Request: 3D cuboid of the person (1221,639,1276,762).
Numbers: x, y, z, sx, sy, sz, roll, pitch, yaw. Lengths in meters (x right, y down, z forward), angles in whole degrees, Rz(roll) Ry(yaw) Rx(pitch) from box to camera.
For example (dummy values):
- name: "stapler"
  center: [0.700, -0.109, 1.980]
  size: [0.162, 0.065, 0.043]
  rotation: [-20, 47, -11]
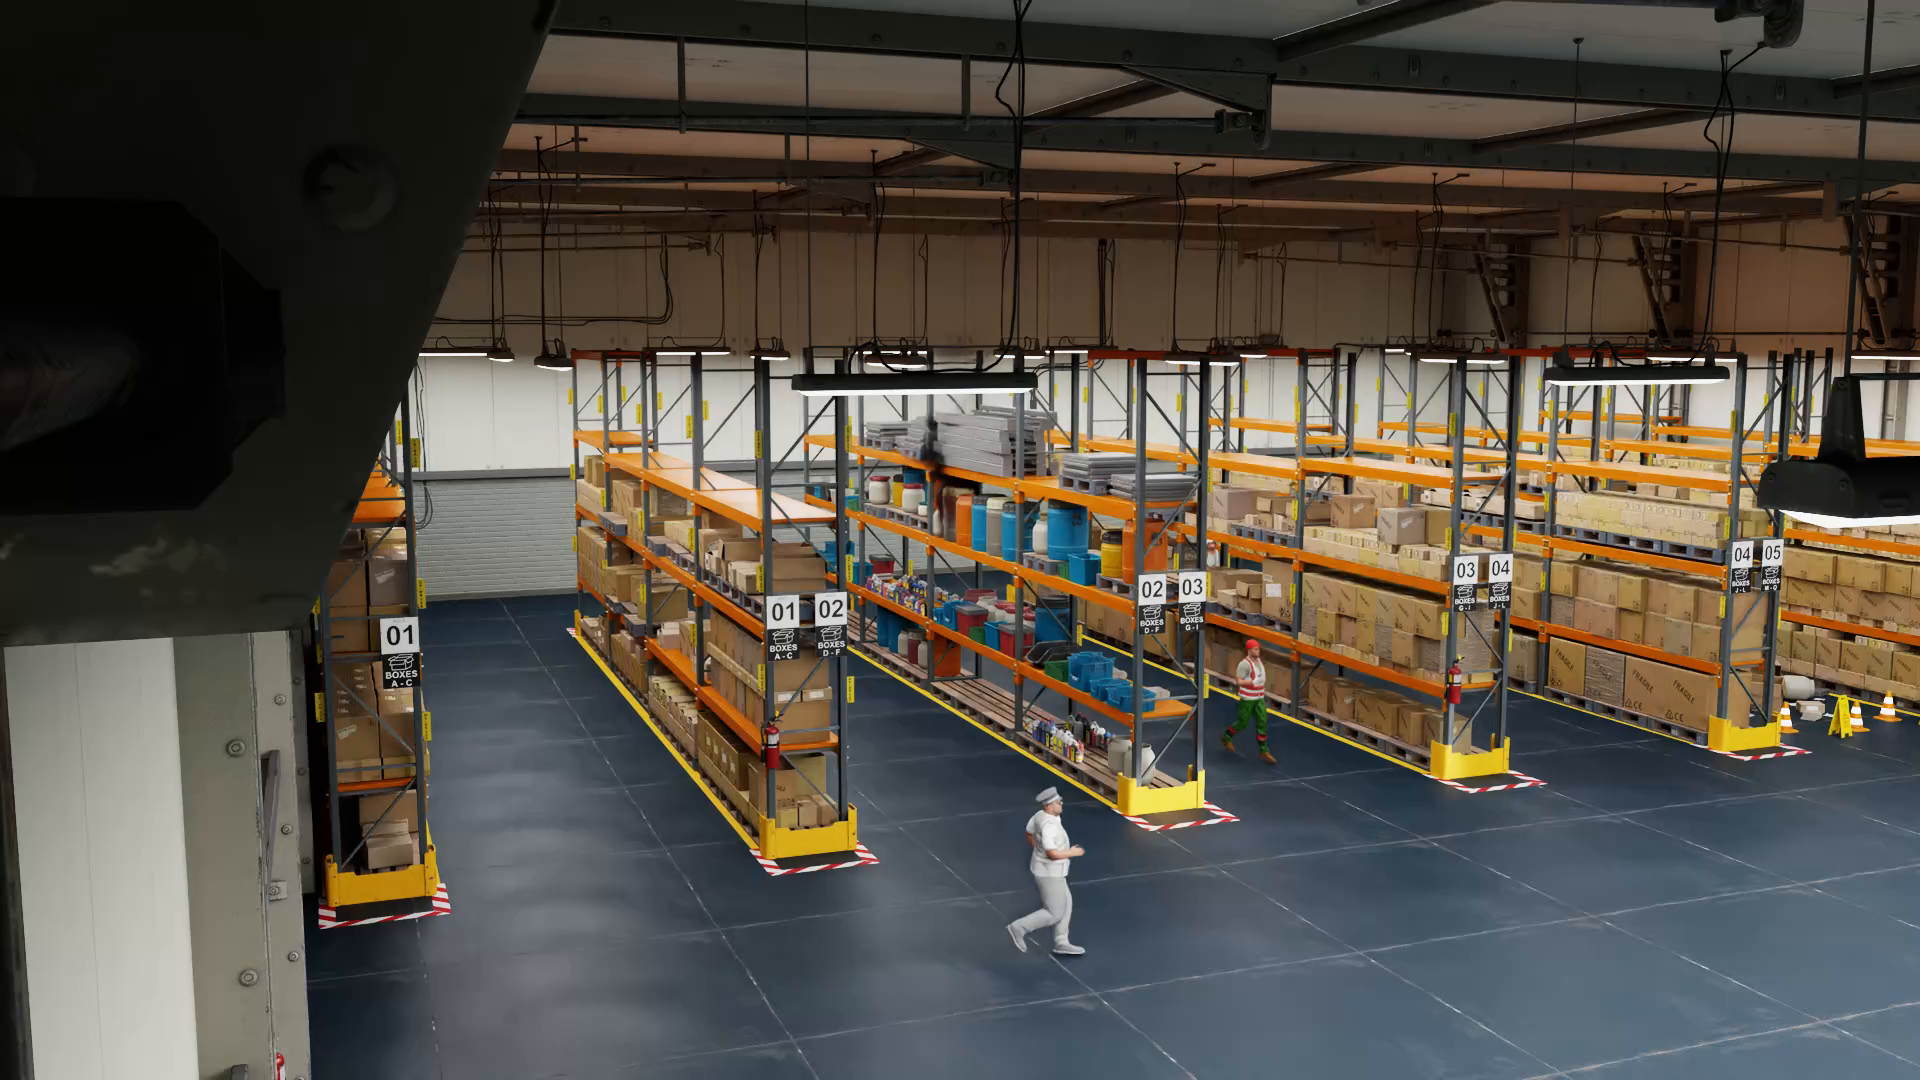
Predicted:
- name: "person"
  center: [4.312, 2.345, 24.683]
  size: [0.662, 1.774, 0.994]
  rotation: [-6, 9, -38]

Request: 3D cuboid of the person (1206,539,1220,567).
- name: "person"
  center: [5.657, 0.824, 37.172]
  size: [0.640, 1.760, 0.667]
  rotation: [-2, 7, -15]

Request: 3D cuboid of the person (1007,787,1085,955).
- name: "person"
  center: [0.871, 3.363, 16.879]
  size: [0.817, 1.755, 0.676]
  rotation: [-1, 7, -5]
